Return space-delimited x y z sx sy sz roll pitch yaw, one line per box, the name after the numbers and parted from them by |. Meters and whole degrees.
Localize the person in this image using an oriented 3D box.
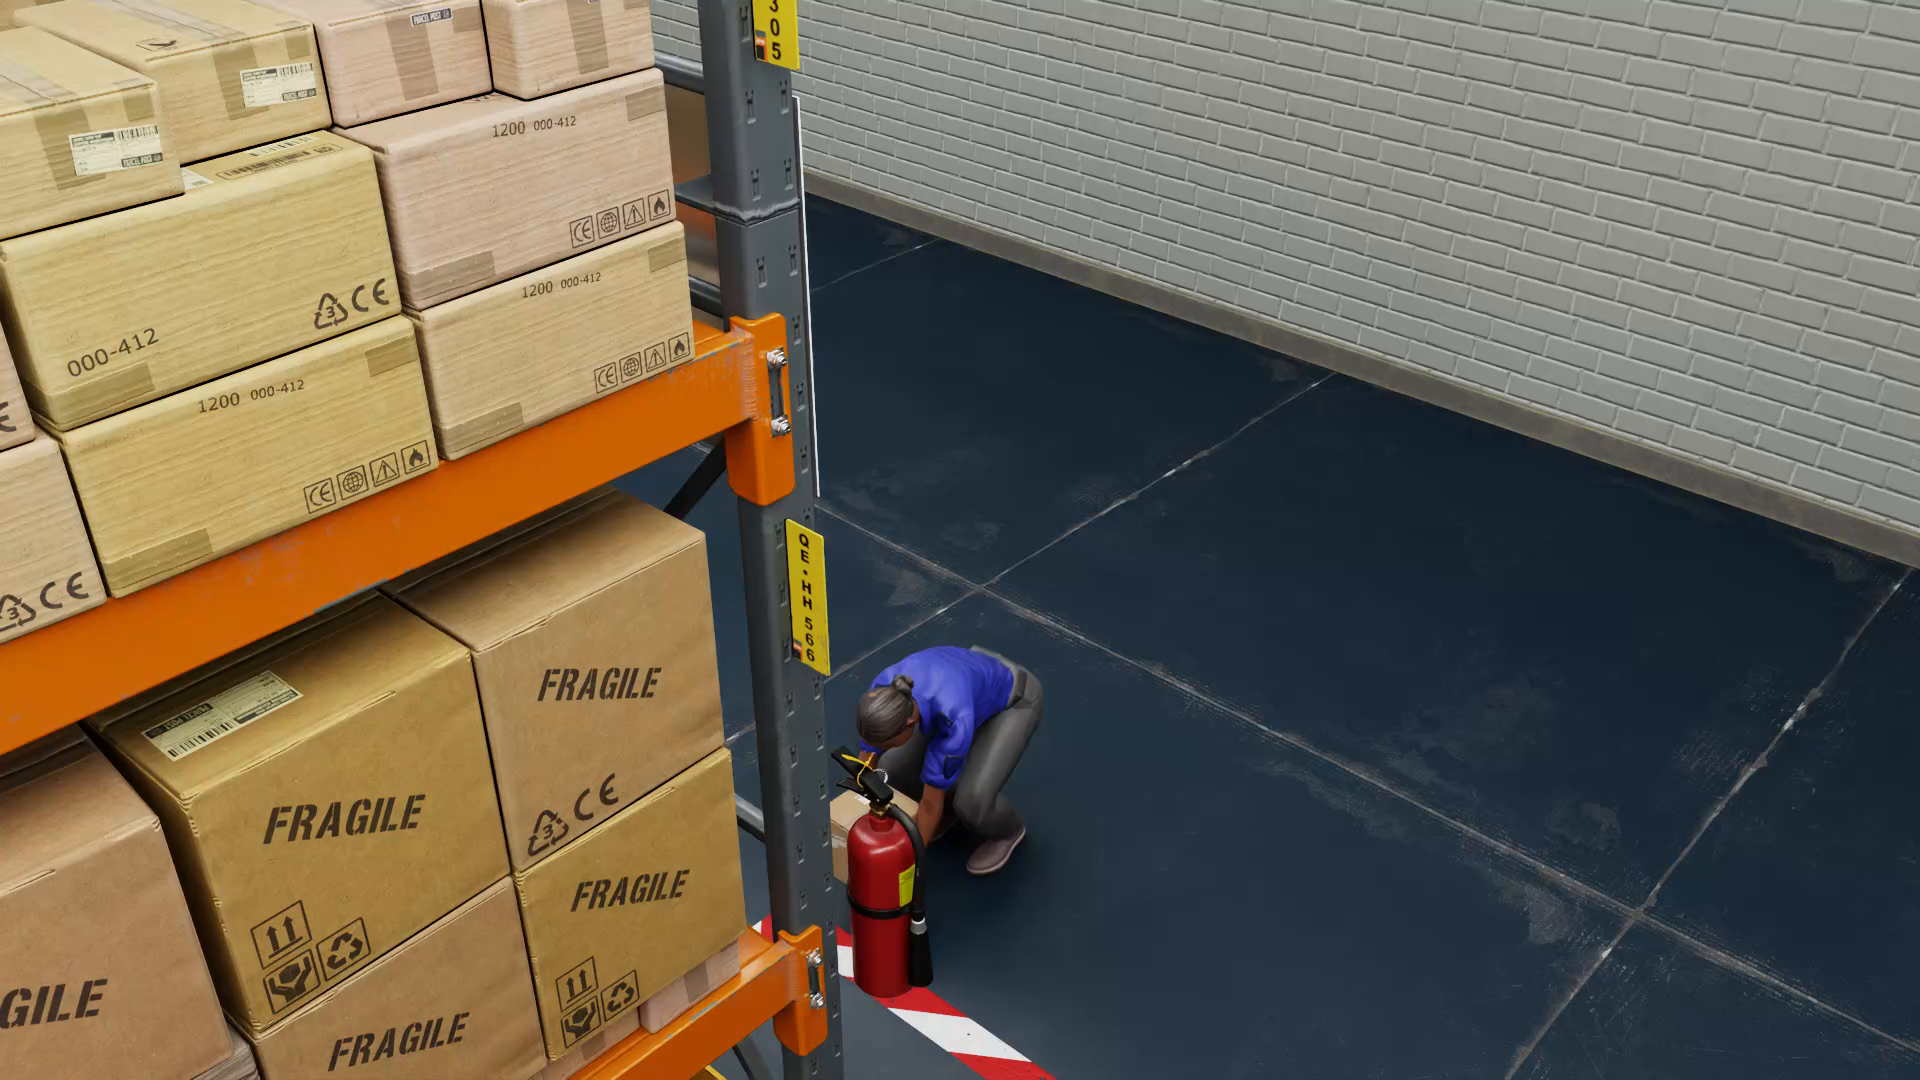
-0.064 0.740 5.635 0.468 0.931 0.855 24 39 33 | person
